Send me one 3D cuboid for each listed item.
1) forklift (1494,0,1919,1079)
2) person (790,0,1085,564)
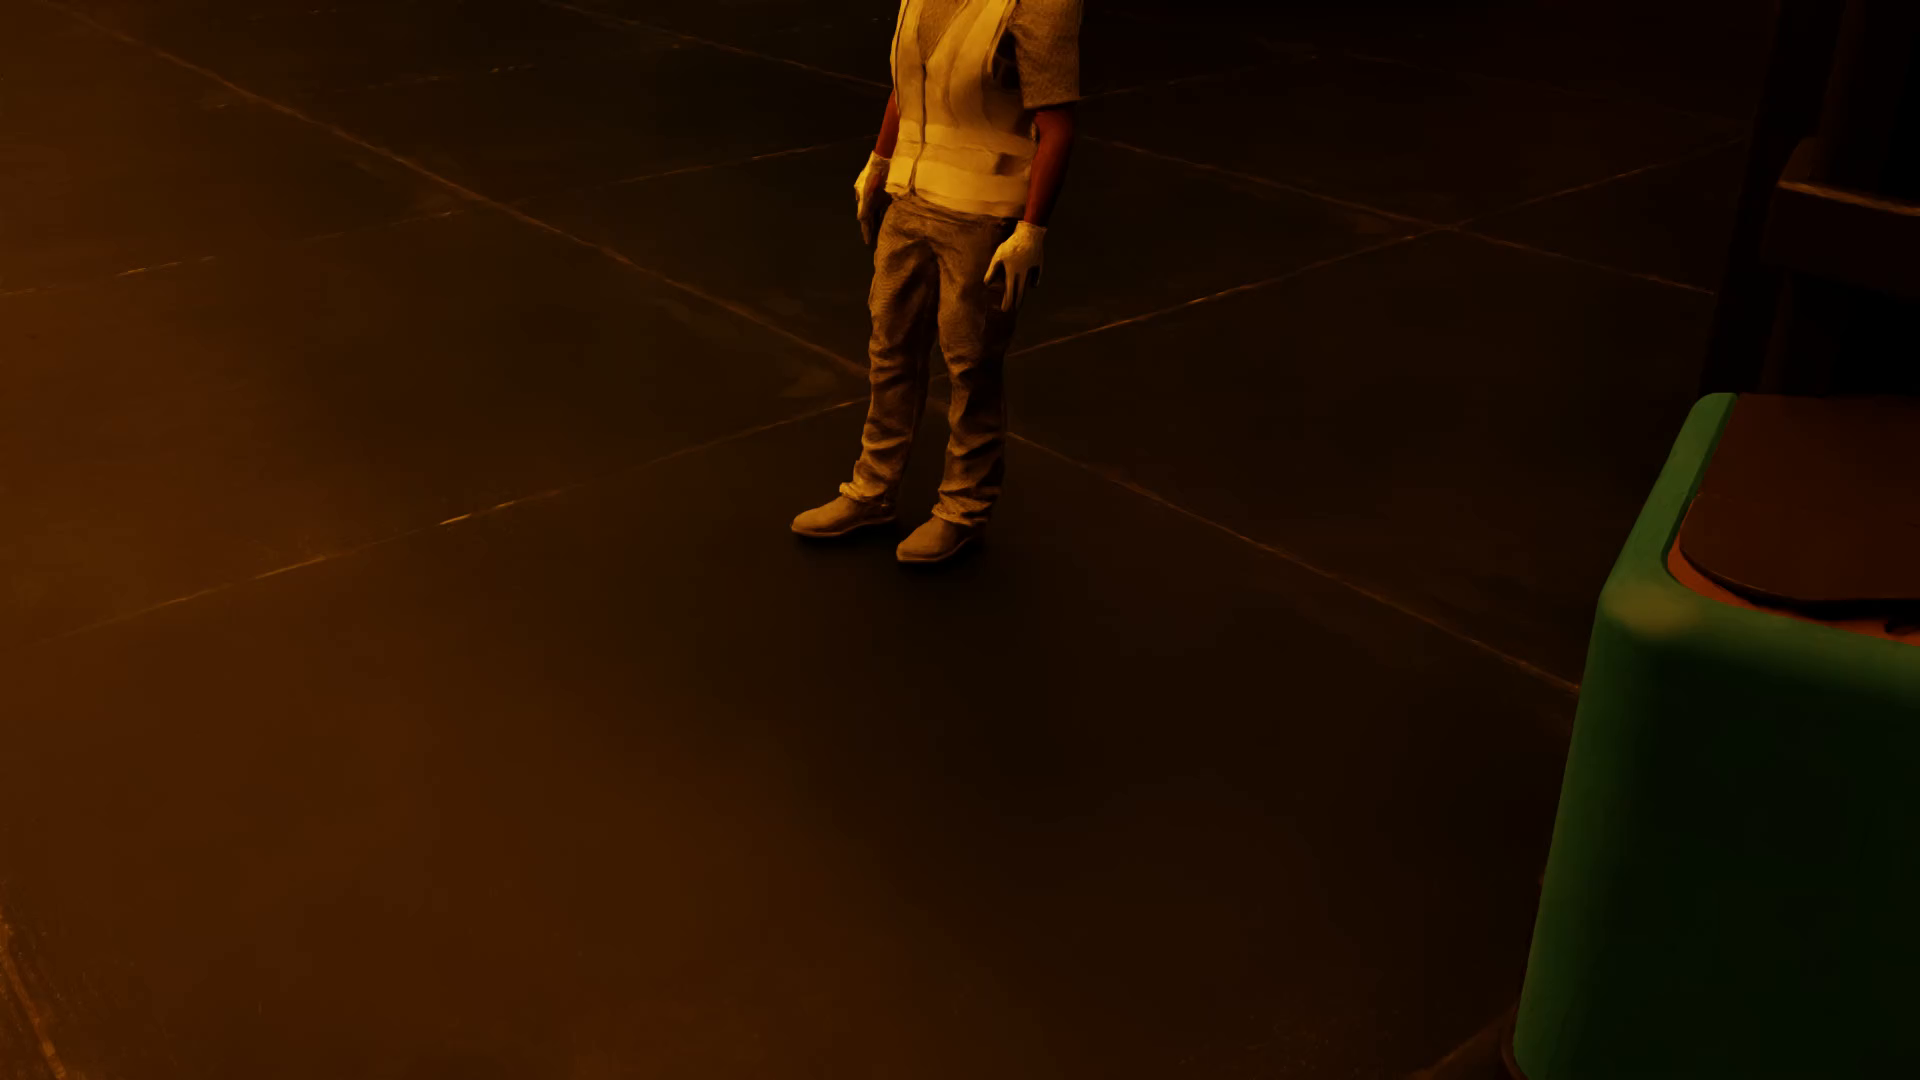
[{"bbox_3d":[1.936,-0.751,2.717,1.130,2.935,3.031,14,30,27],"label":"forklift"},{"bbox_3d":[-0.060,-0.787,4.066,0.576,1.782,0.655,-20,33,-35],"label":"person"}]
